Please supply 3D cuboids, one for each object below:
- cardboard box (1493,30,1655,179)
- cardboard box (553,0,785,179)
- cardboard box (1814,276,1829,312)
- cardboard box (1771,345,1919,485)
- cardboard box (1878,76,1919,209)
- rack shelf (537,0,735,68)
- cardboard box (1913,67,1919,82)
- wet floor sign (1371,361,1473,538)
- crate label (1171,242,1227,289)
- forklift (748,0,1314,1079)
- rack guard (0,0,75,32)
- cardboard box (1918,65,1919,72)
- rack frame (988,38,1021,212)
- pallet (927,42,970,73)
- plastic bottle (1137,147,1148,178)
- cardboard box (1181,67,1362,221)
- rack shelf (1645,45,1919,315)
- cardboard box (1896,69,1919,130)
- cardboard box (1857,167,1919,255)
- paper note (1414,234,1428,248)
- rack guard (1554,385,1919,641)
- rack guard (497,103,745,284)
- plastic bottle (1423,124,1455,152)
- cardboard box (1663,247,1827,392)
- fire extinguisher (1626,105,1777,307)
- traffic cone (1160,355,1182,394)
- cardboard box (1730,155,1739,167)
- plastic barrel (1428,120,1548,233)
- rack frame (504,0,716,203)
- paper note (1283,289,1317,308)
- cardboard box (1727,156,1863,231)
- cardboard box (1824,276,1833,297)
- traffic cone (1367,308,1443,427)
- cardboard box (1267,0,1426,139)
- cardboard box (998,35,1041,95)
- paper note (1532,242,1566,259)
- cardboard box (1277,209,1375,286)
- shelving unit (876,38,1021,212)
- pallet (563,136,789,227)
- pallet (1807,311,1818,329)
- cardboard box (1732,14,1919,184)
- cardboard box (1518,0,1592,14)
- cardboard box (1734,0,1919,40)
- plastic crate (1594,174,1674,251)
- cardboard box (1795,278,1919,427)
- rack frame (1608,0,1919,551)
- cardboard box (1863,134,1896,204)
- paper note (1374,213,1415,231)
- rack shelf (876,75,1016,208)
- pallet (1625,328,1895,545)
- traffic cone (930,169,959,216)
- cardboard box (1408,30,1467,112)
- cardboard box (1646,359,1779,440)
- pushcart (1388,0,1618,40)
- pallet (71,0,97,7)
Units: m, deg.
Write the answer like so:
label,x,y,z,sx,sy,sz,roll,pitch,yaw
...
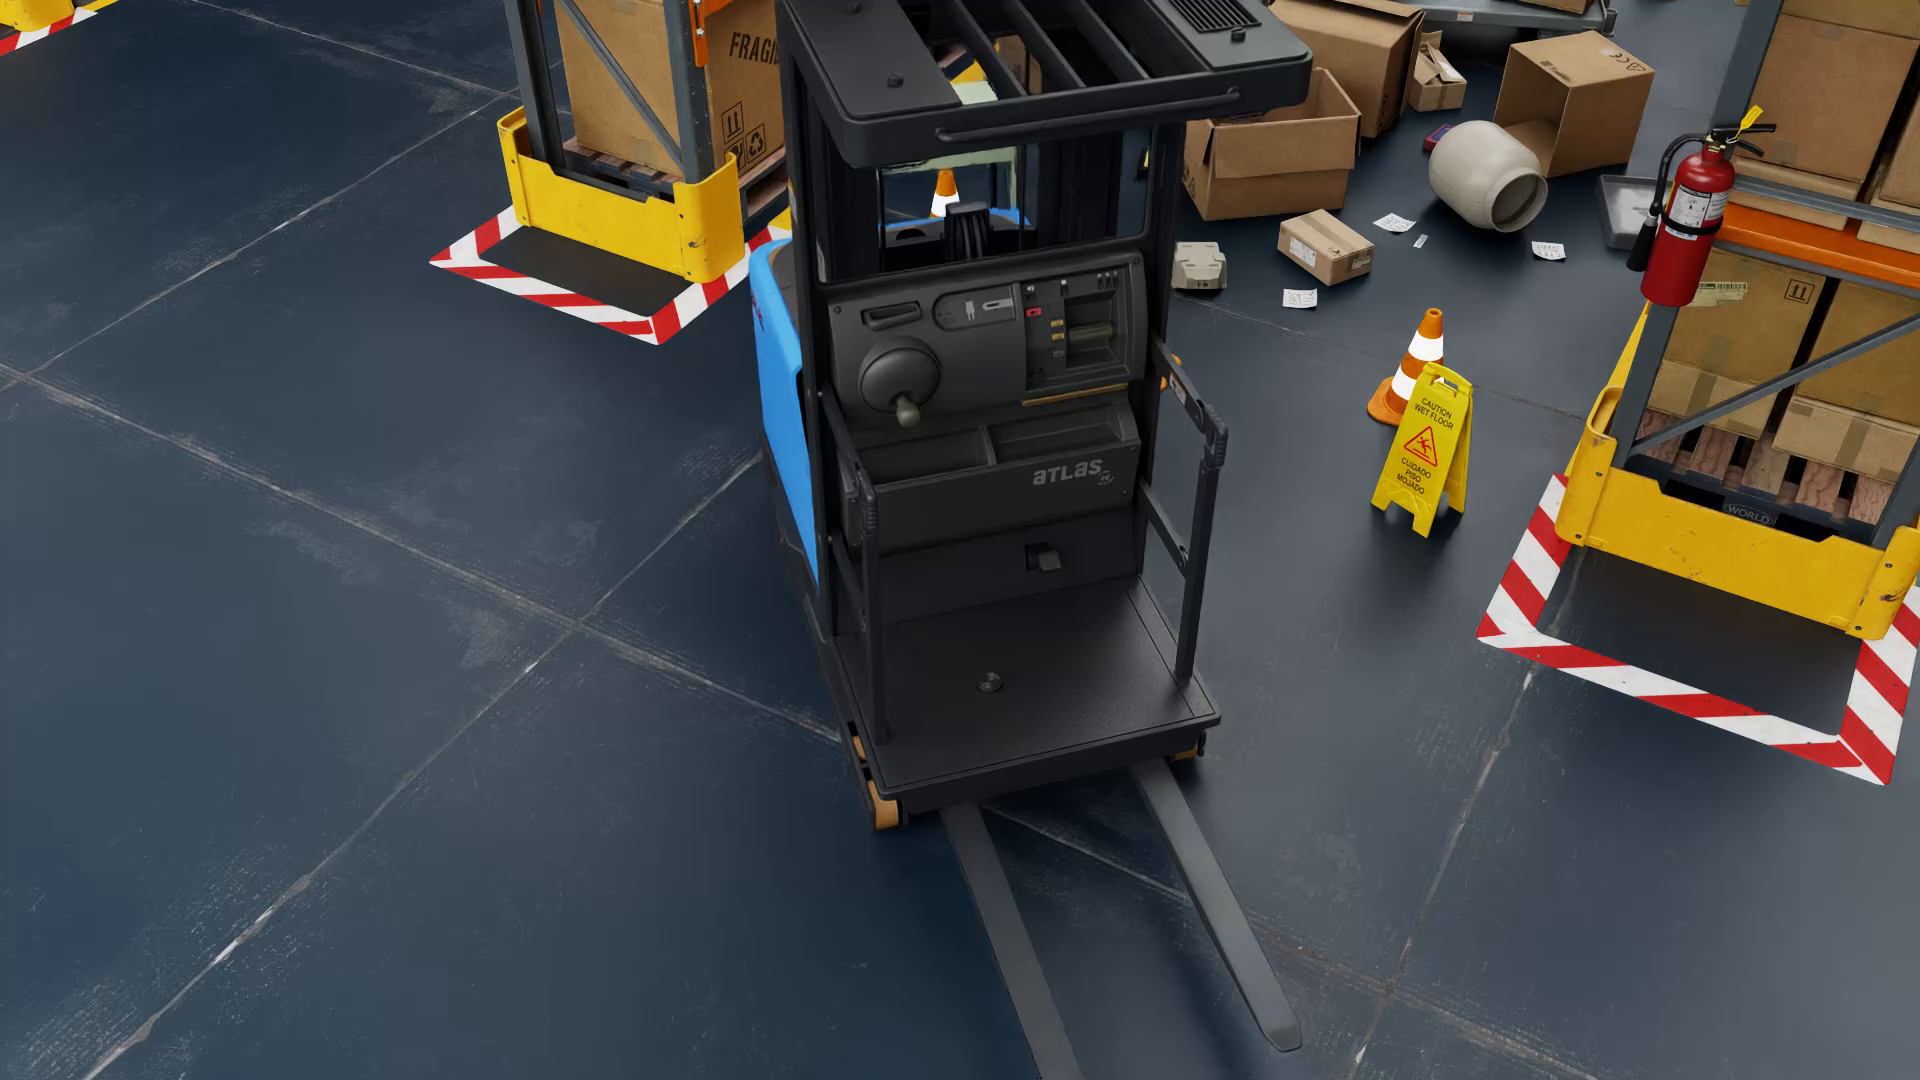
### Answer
label,x,y,z,sx,sy,sz,roll,pitch,yaw
cardboard box,3.066,-2.192,8.359,0.500,0.500,0.500,-14,43,-15
cardboard box,-1.276,-2.353,7.942,0.875,0.875,0.875,21,46,22
cardboard box,3.946,-1.106,6.999,0.500,0.250,0.500,24,47,25
cardboard box,3.422,-0.500,6.311,0.500,0.250,0.500,21,45,22
cardboard box,3.256,-1.332,5.193,0.500,0.500,0.500,20,45,21
rack shelf,-0.557,-3.458,8.451,1.077,0.370,4.000,21,45,22
cardboard box,3.792,-1.770,6.180,0.380,0.149,0.250,22,46,23
wet floor sign,1.757,-0.365,6.177,0.232,0.644,0.267,-29,49,-29
crate label,1.085,-1.245,7.560,0.250,0.136,0.298,0,41,0
forklift,0.153,-0.490,4.589,1.130,2.935,3.031,-11,43,-12
rack guard,-5.764,-3.387,9.717,1.175,0.500,0.348,21,45,22
cardboard box,3.766,-1.922,5.862,0.500,0.500,0.500,20,45,21
rack frame,0.171,-1.183,6.428,0.023,1.500,0.400,-8,37,-10
pallet,-0.614,-2.715,9.174,1.003,0.211,1.213,21,45,22
plastic bottle,0.972,-1.914,8.377,0.133,0.061,0.283,7,42,8
cardboard box,1.465,-1.909,8.037,0.797,0.503,0.637,-7,42,-7
rack shelf,3.779,-1.878,6.658,1.077,0.370,4.000,21,45,22
cardboard box,3.512,-1.630,5.530,0.500,0.500,0.500,22,46,23
cardboard box,3.128,-1.036,5.346,0.380,0.149,0.250,21,46,22
paper note,2.175,-1.410,7.844,0.032,0.001,0.123,21,45,22
rack guard,2.816,-0.109,5.996,1.175,0.500,0.348,21,45,22
rack guard,-1.570,-1.631,7.724,1.175,0.500,0.348,21,45,22
plastic bottle,2.511,-2.072,8.556,0.133,0.061,0.283,29,49,29
cardboard box,2.954,-0.956,6.261,0.500,0.500,0.500,21,46,22
fire extinguisher,2.322,-1.062,5.245,0.296,0.674,0.183,21,45,22
traffic cone,0.746,-0.897,6.918,0.336,0.463,0.334,21,45,22
cardboard box,2.811,-1.376,5.733,0.380,0.149,0.250,20,45,22
plastic barrel,2.501,-1.720,7.882,0.421,0.421,0.512,-14,43,-15
rack frame,-1.558,-2.583,6.914,1.000,3.000,0.127,21,45,22
paper note,1.528,-1.089,7.463,0.148,0.019,0.142,7,42,8
cardboard box,2.780,-1.194,5.527,0.380,0.149,0.250,22,46,23
cardboard box,3.691,-1.096,6.420,0.500,0.500,0.500,19,45,21
traffic cone,1.877,-0.724,6.723,0.336,0.463,0.334,21,45,22
cardboard box,1.926,-2.498,8.603,0.797,0.637,0.503,21,45,22
cardboard box,0.555,-2.707,8.944,0.500,0.500,0.500,29,49,29
paper note,2.752,-1.358,7.769,0.142,0.019,0.148,7,42,8
cardboard box,1.685,-1.352,7.672,0.250,0.149,0.380,-21,45,-22
shelving unit,-0.186,-1.129,6.366,0.755,1.500,0.431,-8,37,-10
pallet,-1.225,-2.020,8.384,1.003,0.211,1.213,21,45,22
pallet,3.865,-1.149,7.395,1.003,0.211,1.213,21,45,22
cardboard box,2.811,-1.555,5.445,0.500,0.500,0.500,20,45,21
cardboard box,3.224,-3.210,8.944,0.500,0.500,0.500,21,45,22
cardboard box,2.845,-1.893,5.072,0.700,0.500,0.500,20,45,21
plastic crate,3.284,-1.570,7.972,0.402,0.080,0.583,7,42,8
cardboard box,3.433,-0.795,6.078,0.500,0.500,0.500,19,45,21
rack frame,2.778,-1.004,5.120,1.000,3.000,0.127,21,45,22
cardboard box,3.242,-1.185,5.516,0.380,0.149,0.250,22,46,23
paper note,2.083,-1.521,7.963,0.142,0.019,0.148,-29,49,-29
rack shelf,-0.193,-1.444,6.135,0.720,0.370,0.431,-8,37,-10
pallet,3.254,-0.454,6.606,1.003,0.211,1.213,21,45,22
traffic cone,-0.063,-1.465,7.564,0.336,0.463,0.334,21,45,22
cardboard box,2.514,-2.510,8.900,0.258,0.266,0.396,-7,42,-7
cardboard box,2.962,-0.695,6.532,0.500,0.250,0.500,21,45,22
pushcart,2.781,-3.034,9.410,1.648,0.377,0.936,7,42,8
pallet,-5.326,-3.731,10.328,1.003,0.211,1.213,21,45,22
